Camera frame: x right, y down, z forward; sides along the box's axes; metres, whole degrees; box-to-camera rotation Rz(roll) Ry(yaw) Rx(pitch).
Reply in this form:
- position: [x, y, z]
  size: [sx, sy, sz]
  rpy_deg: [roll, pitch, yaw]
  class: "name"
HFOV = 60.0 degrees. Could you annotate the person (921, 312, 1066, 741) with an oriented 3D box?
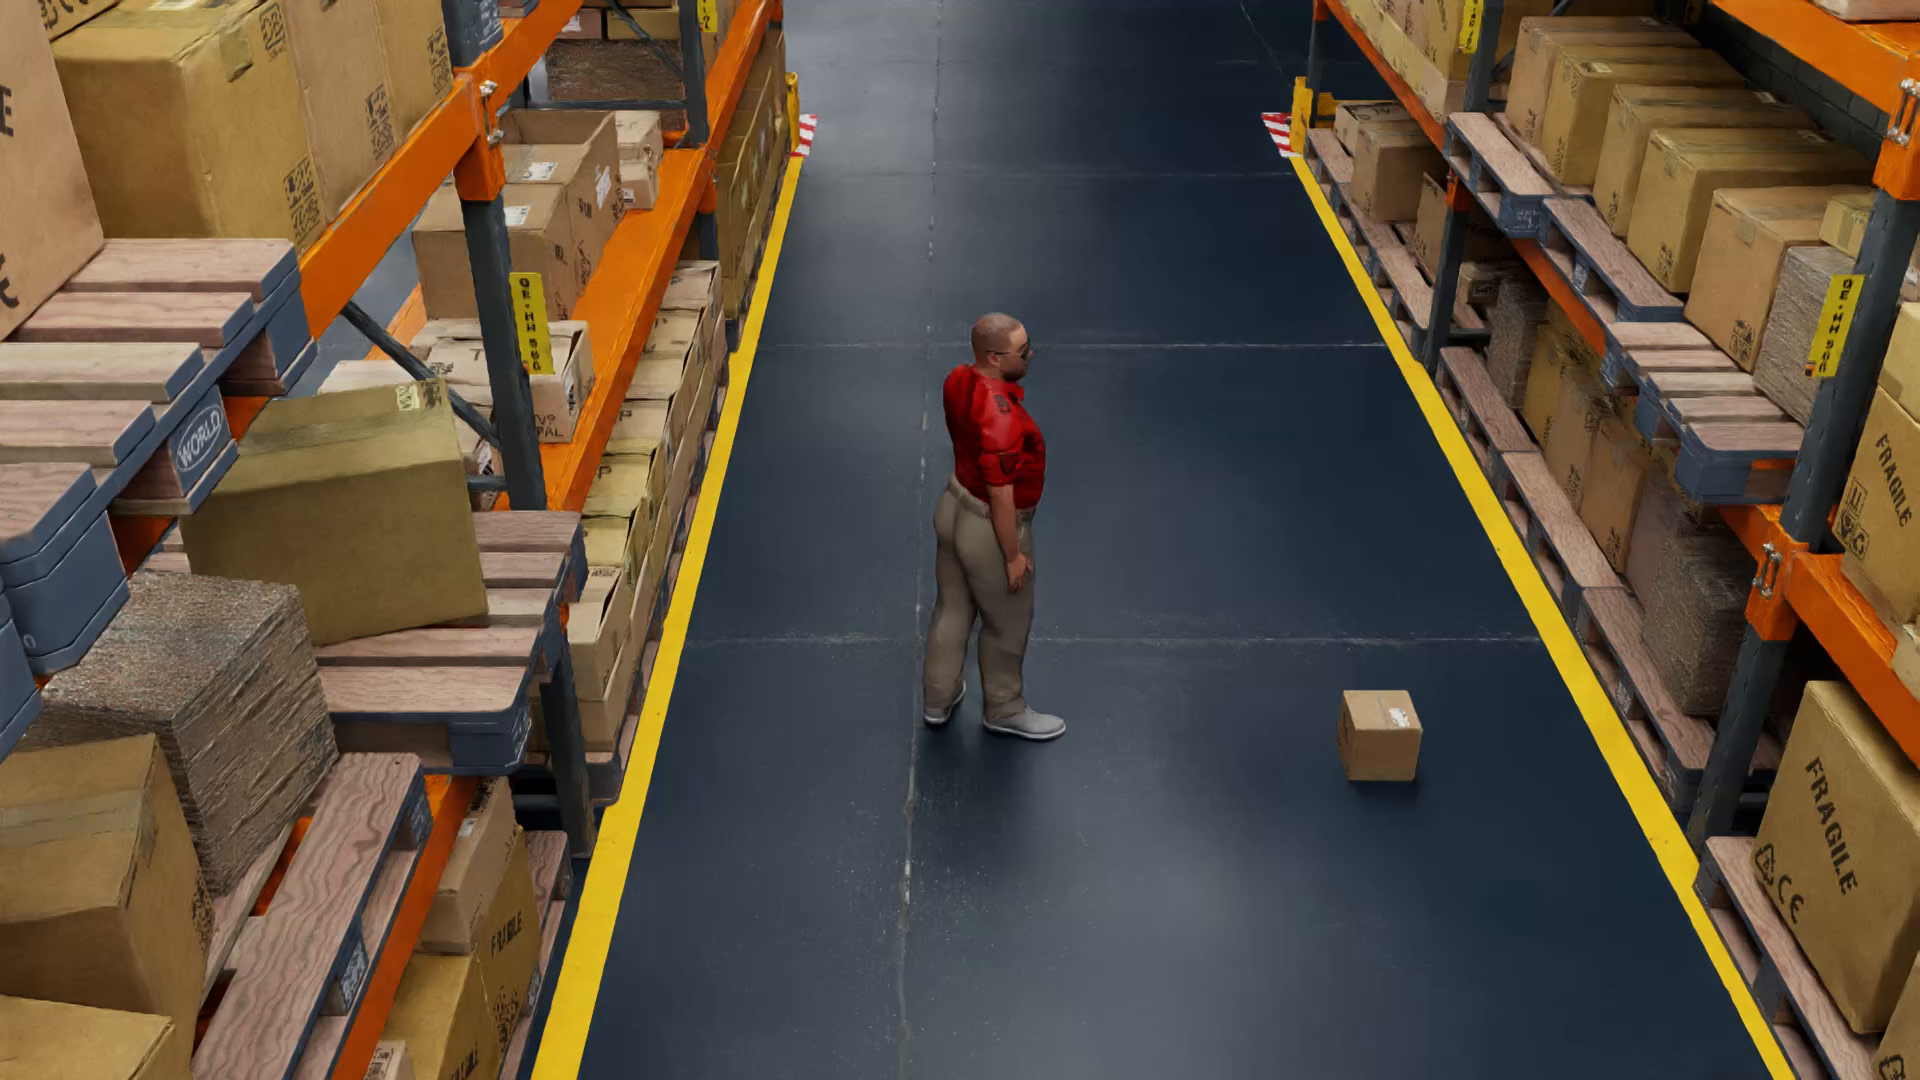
- position: [0.094, -0.036, 6.201]
  size: [0.495, 1.740, 0.541]
  rpy_deg: [-15, 35, -23]
  class: "person"
